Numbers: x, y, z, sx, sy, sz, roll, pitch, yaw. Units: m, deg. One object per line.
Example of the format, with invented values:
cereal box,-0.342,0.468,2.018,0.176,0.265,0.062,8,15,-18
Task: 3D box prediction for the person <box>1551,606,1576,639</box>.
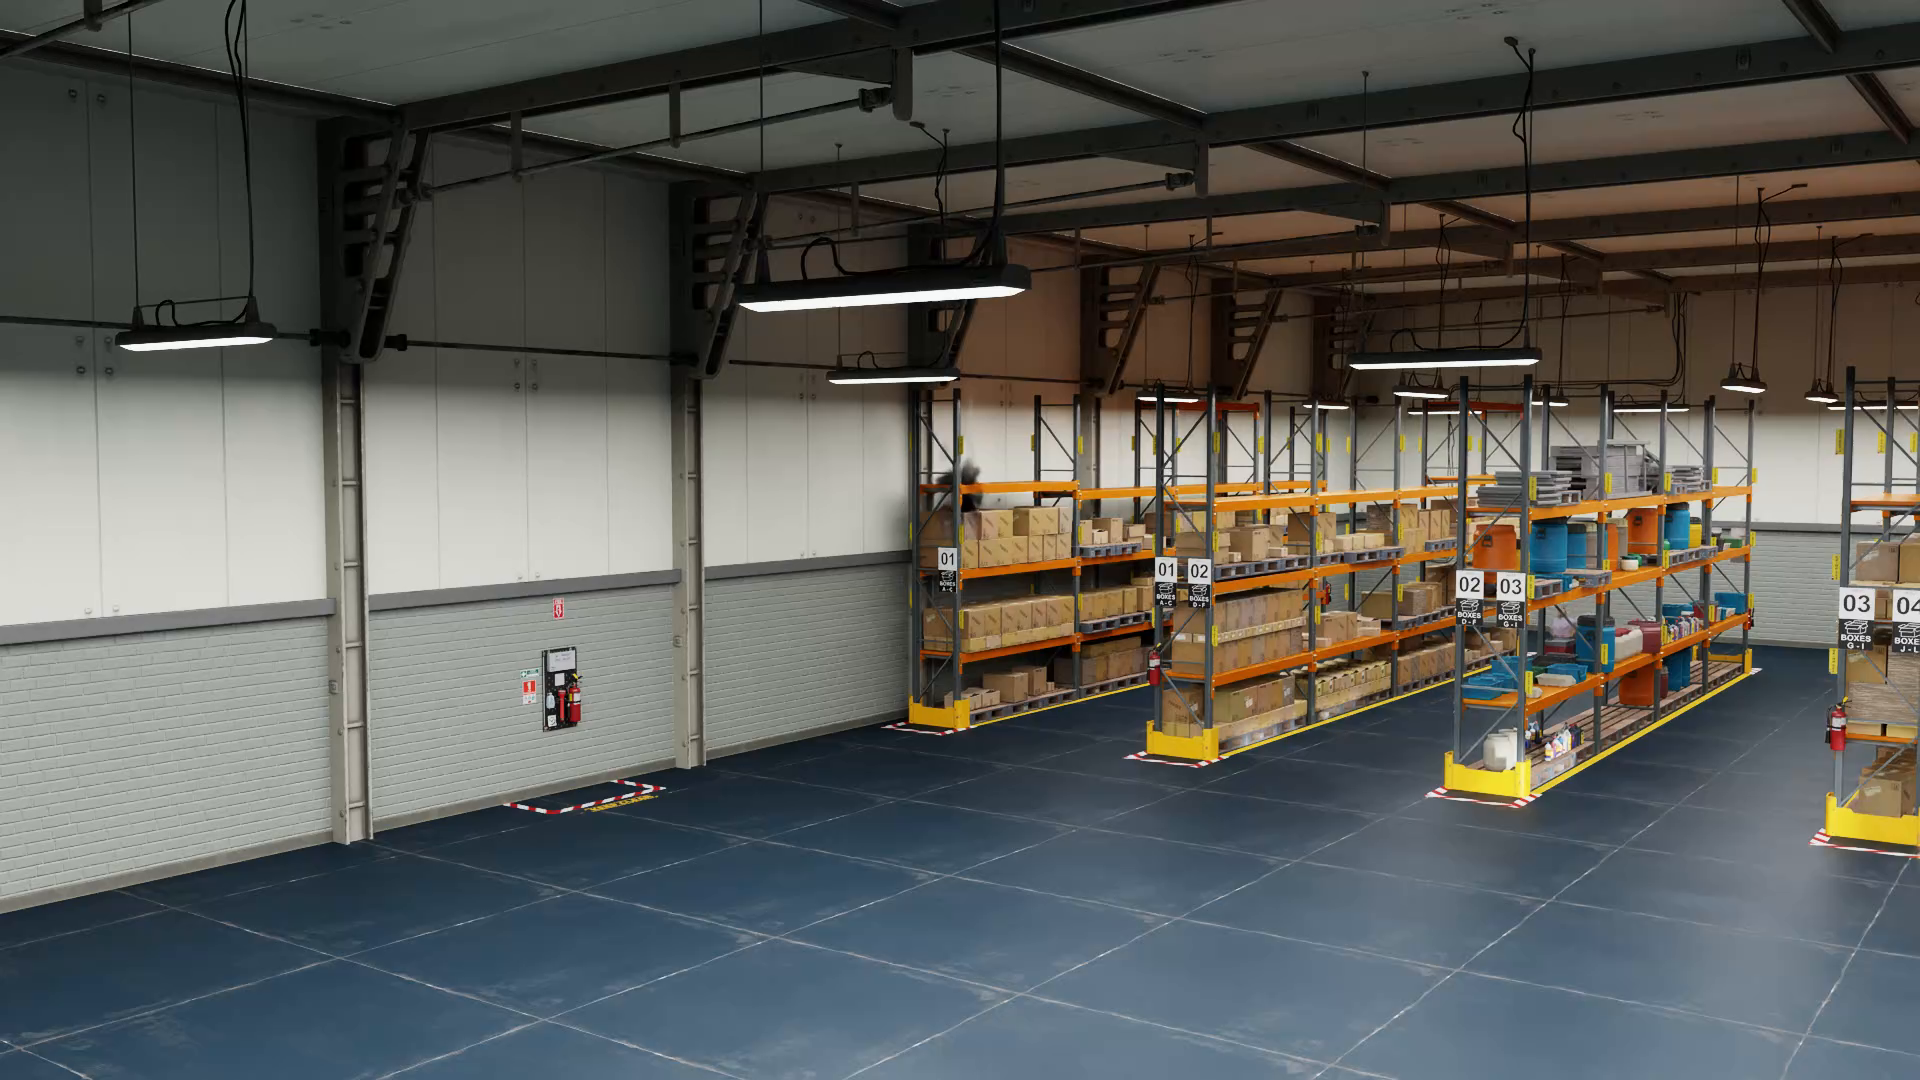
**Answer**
person,12.591,2.185,34.693,0.599,1.644,0.858,3,4,42
